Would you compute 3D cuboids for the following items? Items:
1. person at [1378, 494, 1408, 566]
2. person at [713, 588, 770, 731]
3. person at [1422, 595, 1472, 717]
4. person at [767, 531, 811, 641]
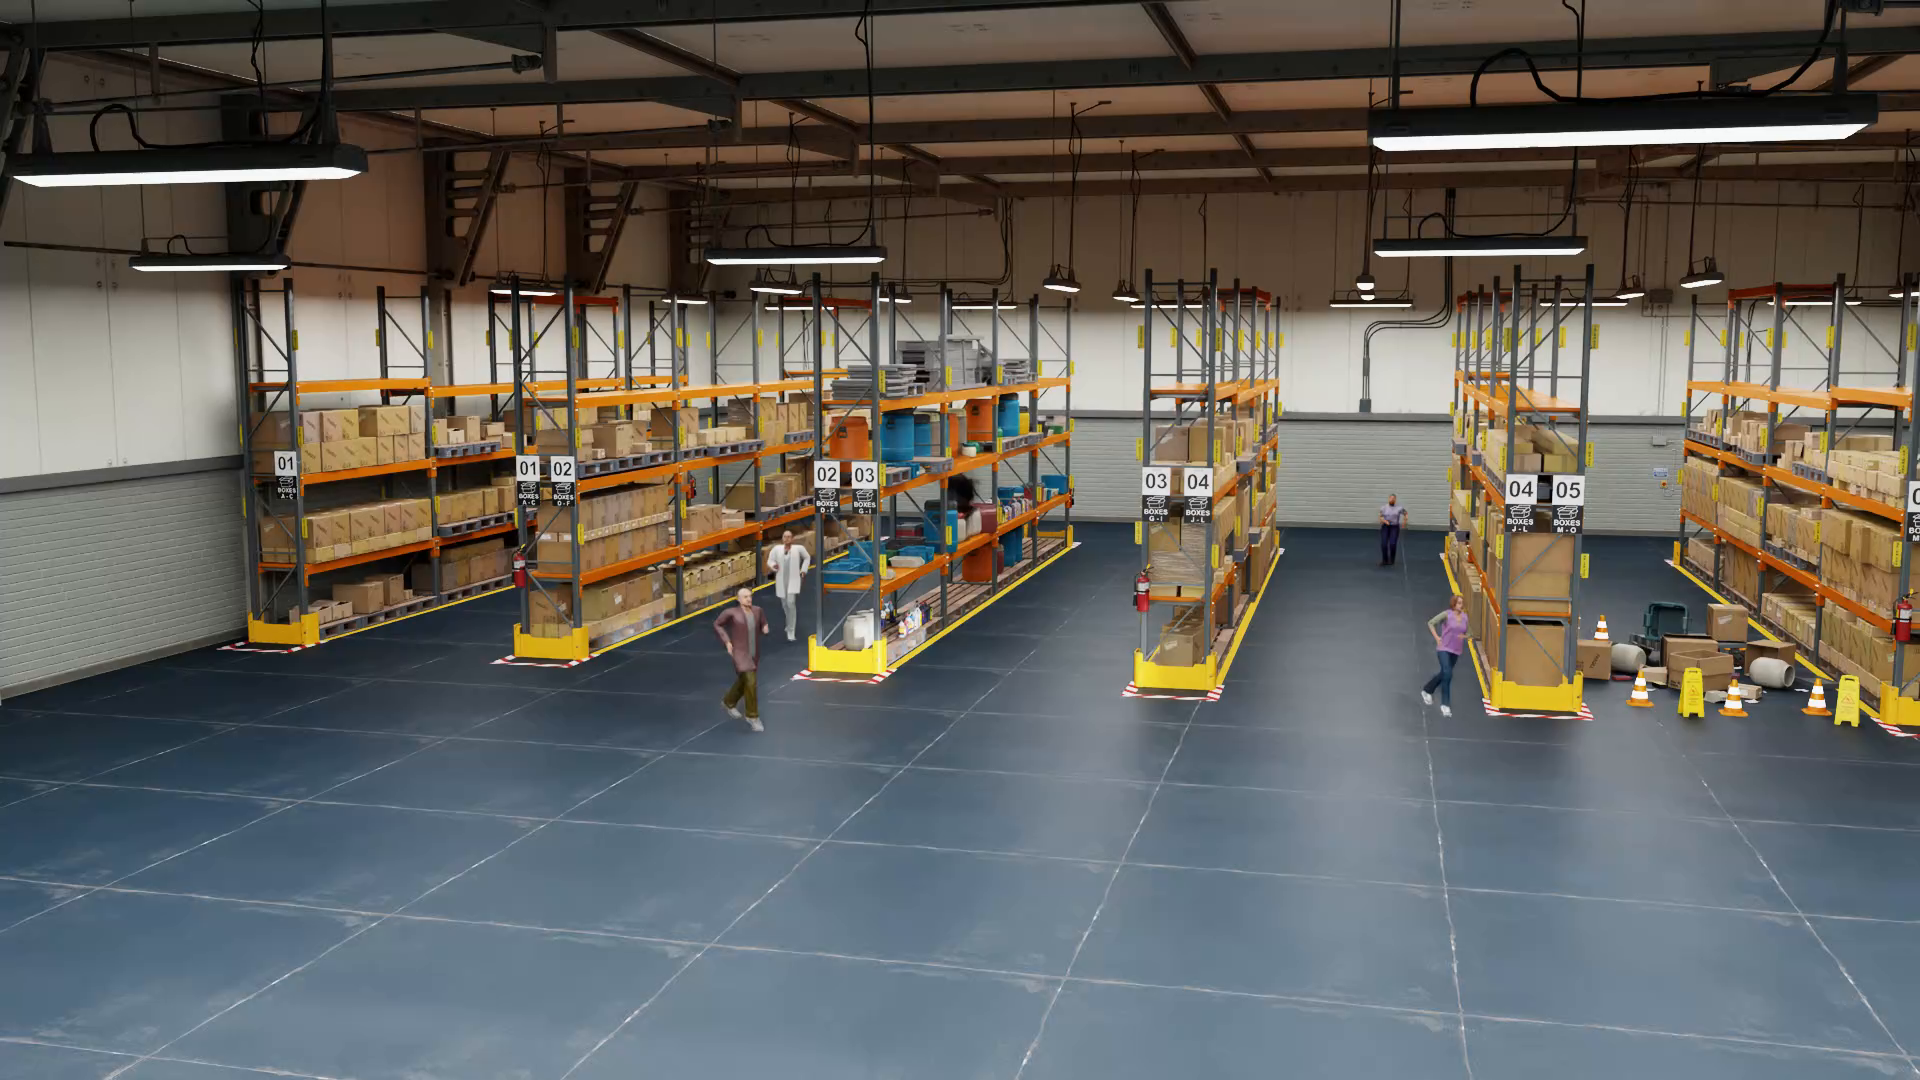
[{"bbox_3d":[9.574,-0.212,36.860,0.623,1.598,0.606,3,7,21],"label":"person"},{"bbox_3d":[-2.796,1.528,21.704,0.899,1.836,0.674,6,9,43],"label":"person"},{"bbox_3d":[6.632,1.538,22.536,0.536,1.618,0.764,-2,7,-18],"label":"person"},{"bbox_3d":[-2.912,0.753,28.107,0.684,1.842,0.861,1,7,9],"label":"person"}]
